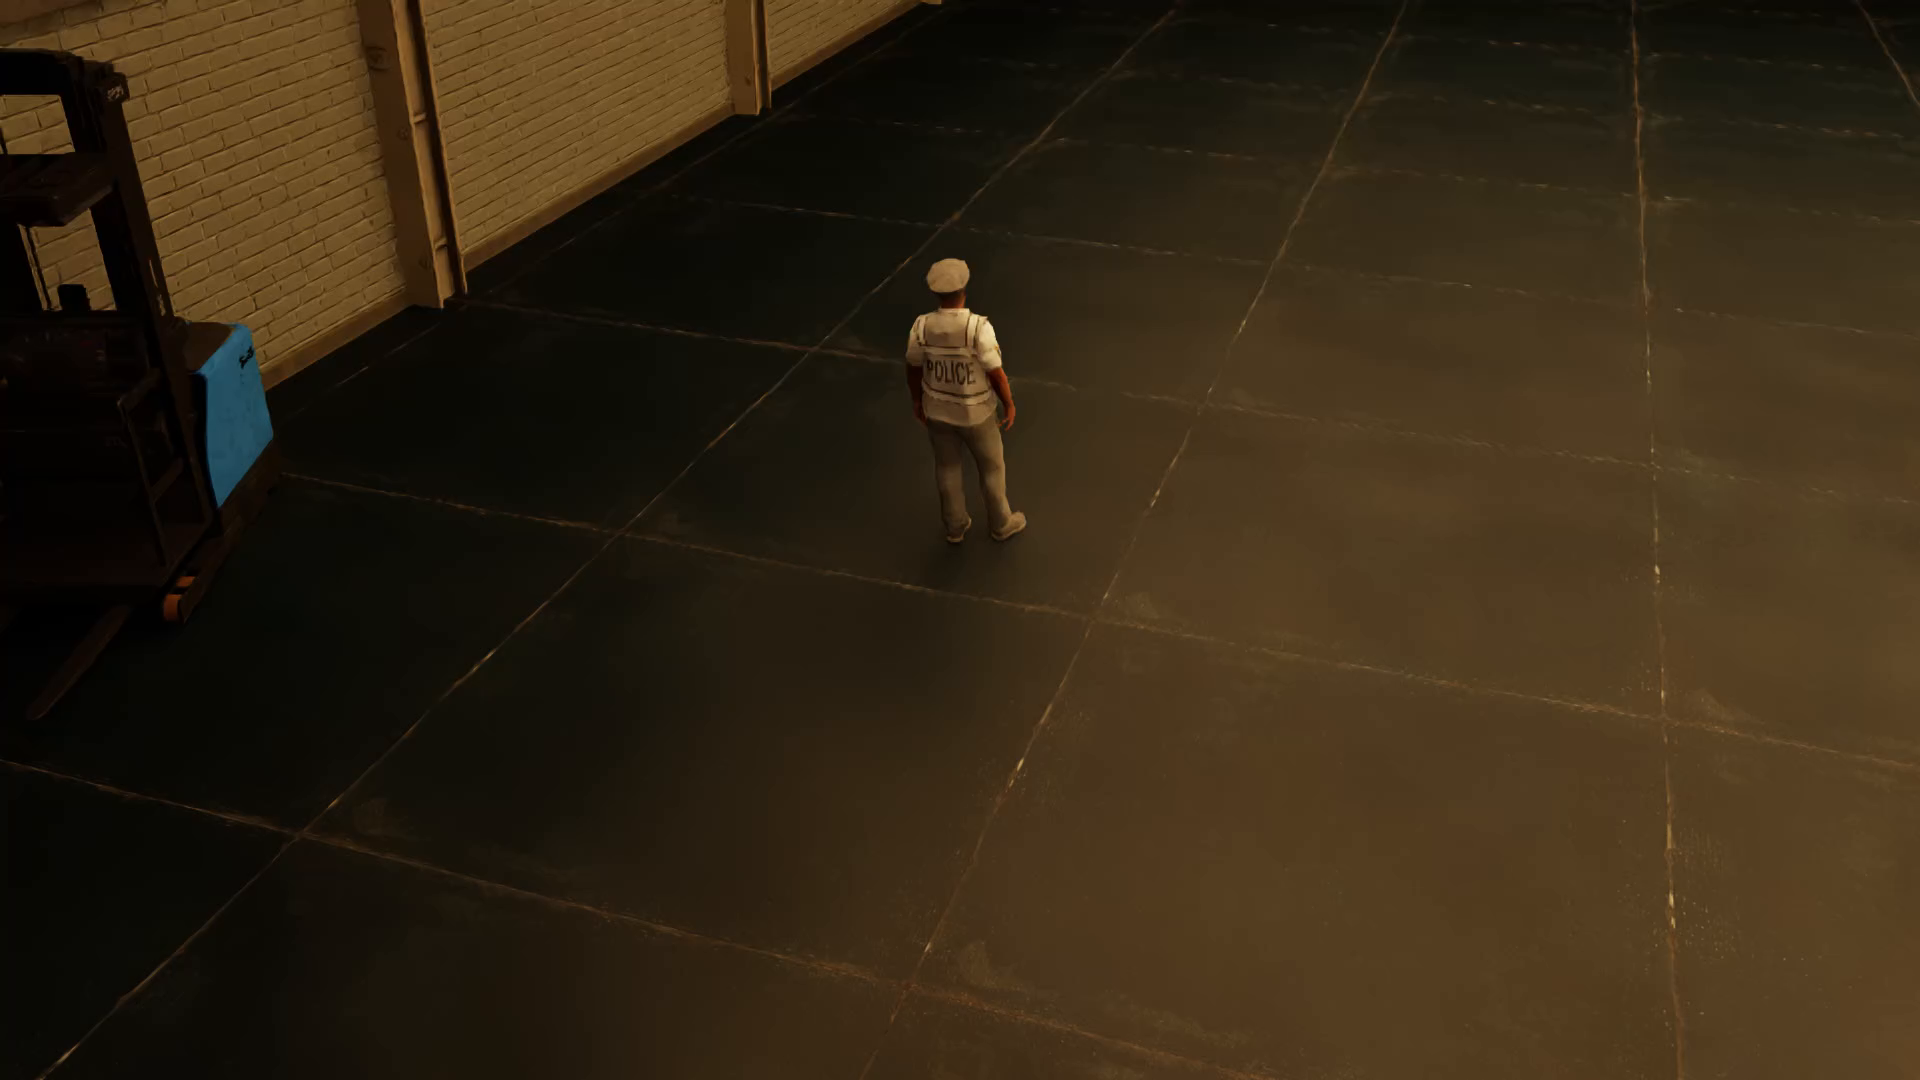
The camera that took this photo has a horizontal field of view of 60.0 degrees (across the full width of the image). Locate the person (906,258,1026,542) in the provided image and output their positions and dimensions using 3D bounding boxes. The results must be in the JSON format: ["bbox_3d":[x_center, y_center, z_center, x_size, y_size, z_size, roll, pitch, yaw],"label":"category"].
[{"bbox_3d":[0.036,-0.816,9.711,0.640,1.781,0.574,10,31,16],"label":"person"}]

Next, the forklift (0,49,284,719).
[{"bbox_3d":[-4.868,-0.957,8.816,1.130,2.935,3.031,-1,30,-1],"label":"forklift"}]
